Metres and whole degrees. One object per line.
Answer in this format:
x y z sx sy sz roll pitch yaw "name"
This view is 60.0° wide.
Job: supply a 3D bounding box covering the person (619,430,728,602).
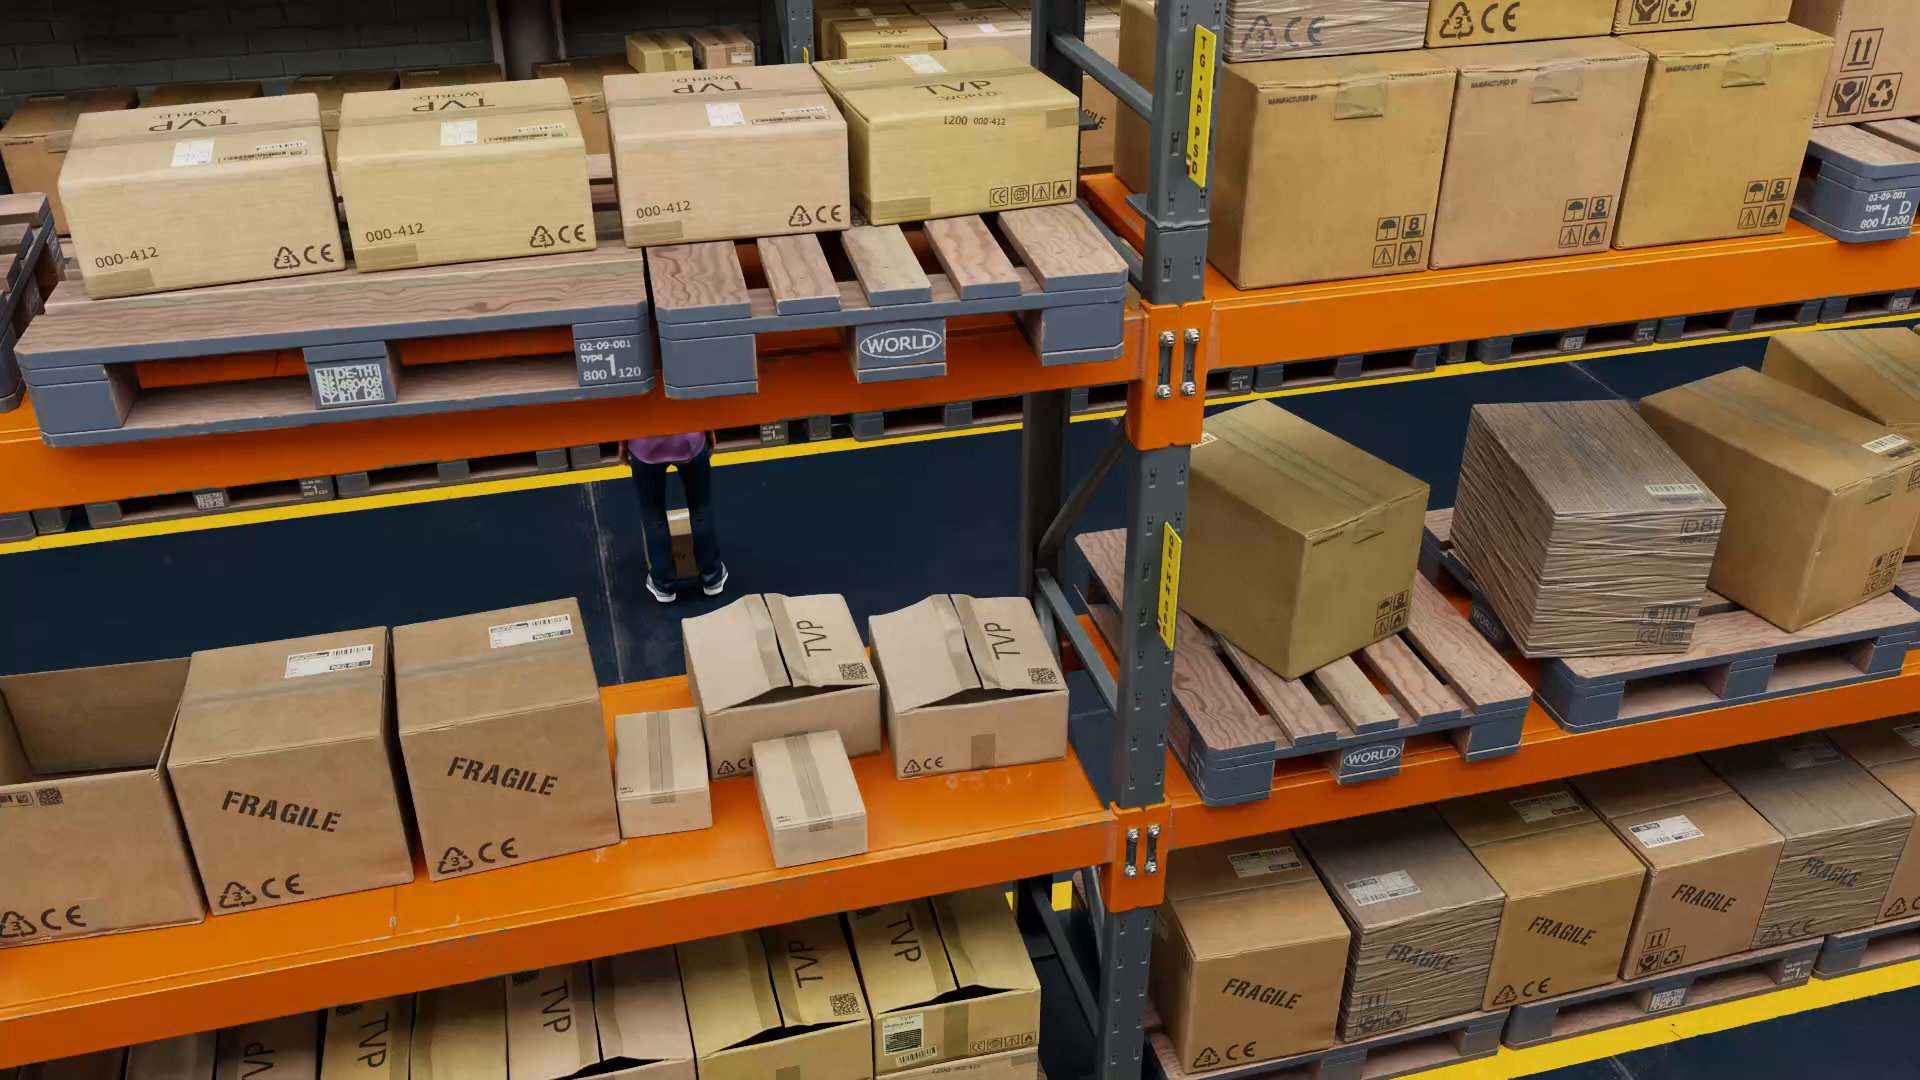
-1.343 -0.437 7.640 0.462 1.594 0.343 -8 32 -13 "person"
